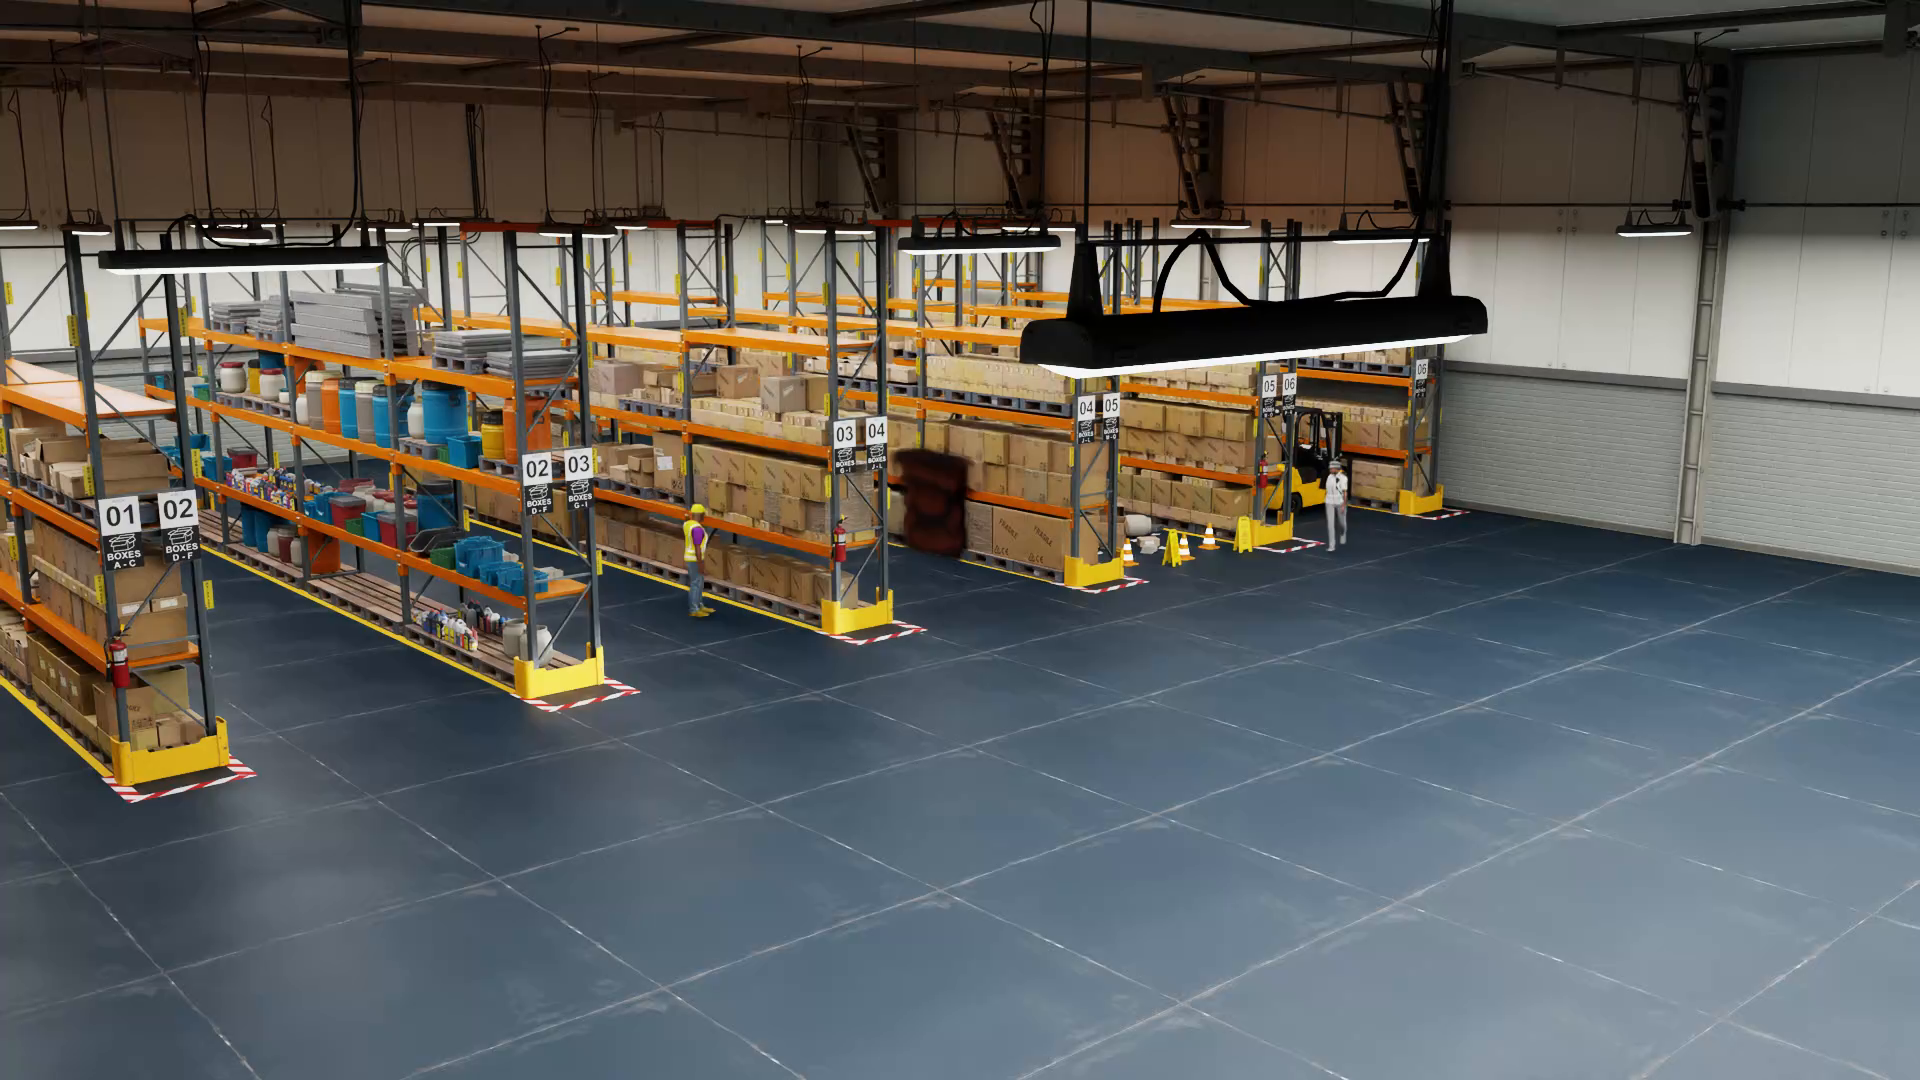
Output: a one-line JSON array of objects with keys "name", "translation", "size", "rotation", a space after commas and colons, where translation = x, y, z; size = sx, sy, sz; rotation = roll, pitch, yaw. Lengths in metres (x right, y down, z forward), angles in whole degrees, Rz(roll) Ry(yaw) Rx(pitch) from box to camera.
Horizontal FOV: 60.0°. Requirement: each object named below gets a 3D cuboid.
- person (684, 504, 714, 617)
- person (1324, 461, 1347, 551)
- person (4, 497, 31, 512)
[{"name": "person", "translation": [-4.073, 0.315, 25.878], "size": [0.438, 1.770, 0.625], "rotation": [-2, 12, -8]}, {"name": "person", "translation": [6.988, -0.659, 30.916], "size": [0.420, 1.643, 0.767], "rotation": [4, 12, 17]}, {"name": "person", "translation": [-19.586, -1.264, 34.419], "size": [0.754, 1.442, 0.452], "rotation": [-6, 13, -28]}]
